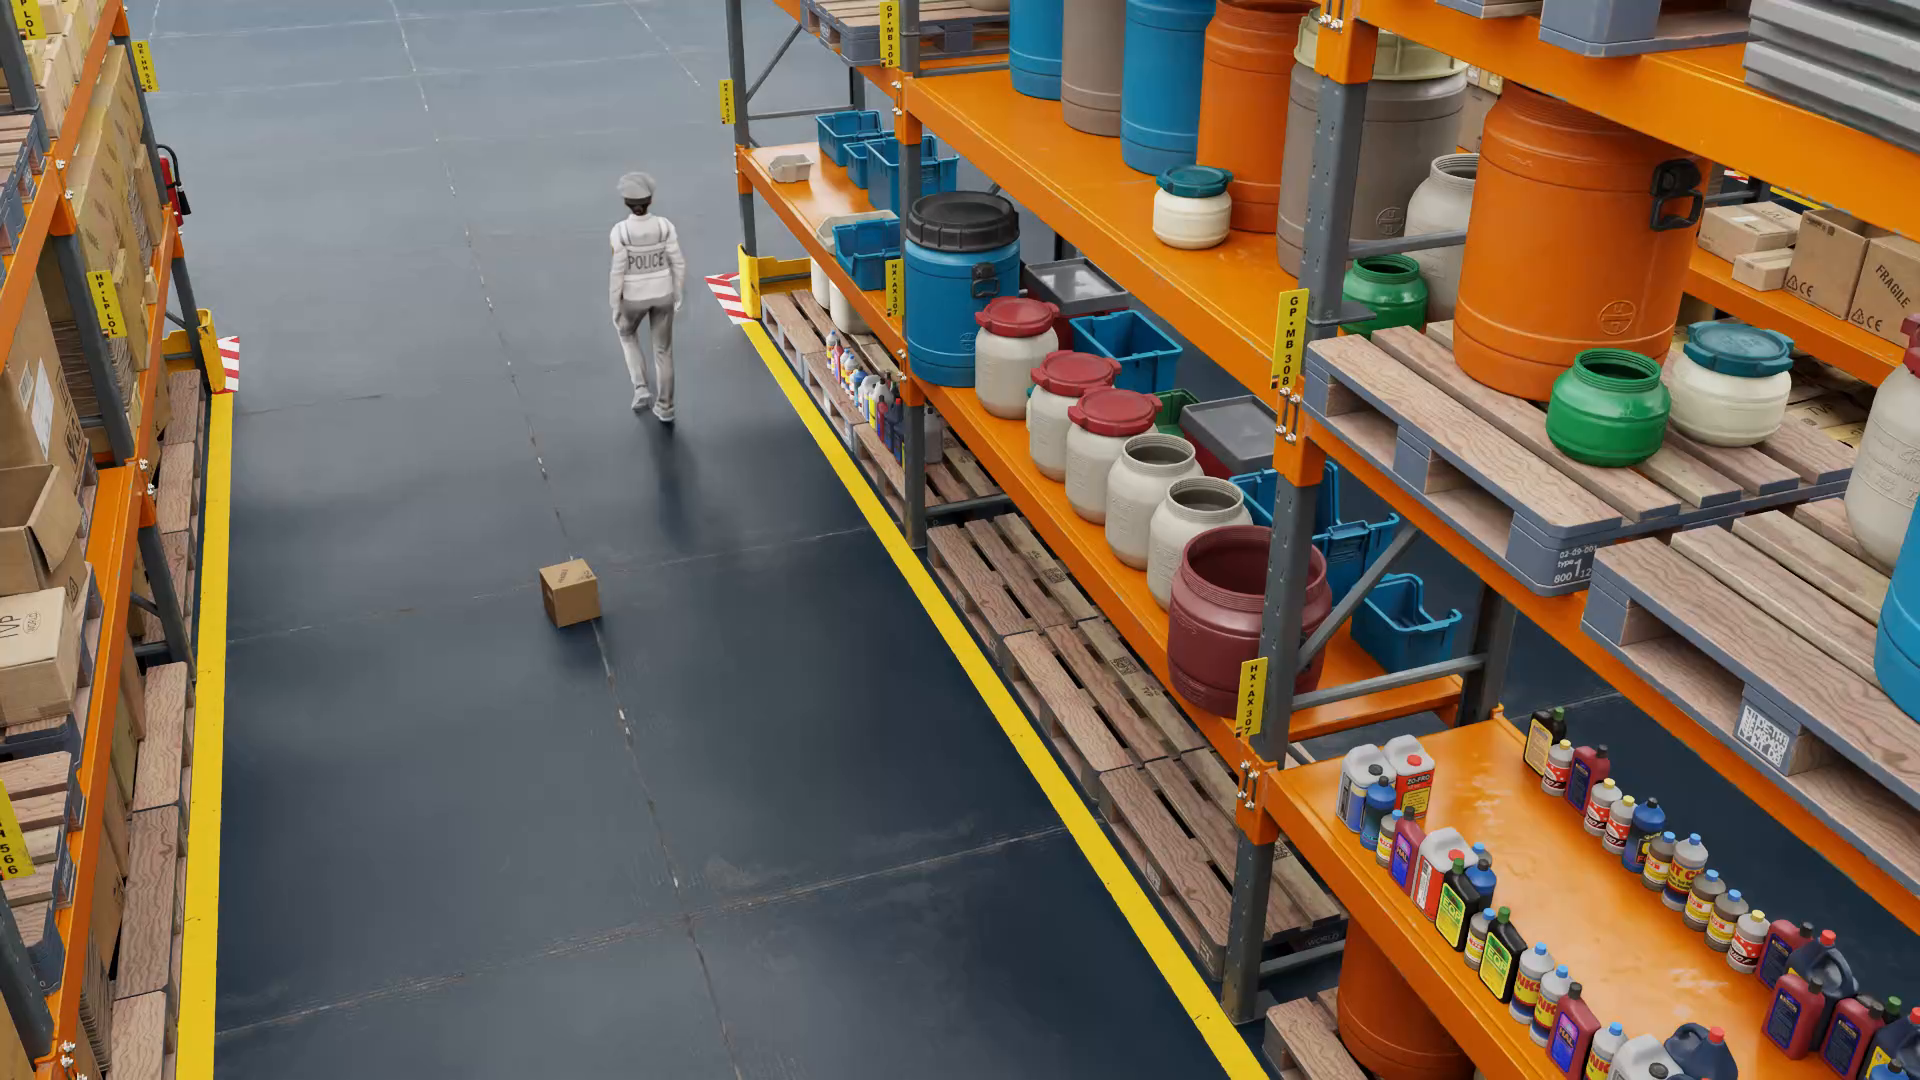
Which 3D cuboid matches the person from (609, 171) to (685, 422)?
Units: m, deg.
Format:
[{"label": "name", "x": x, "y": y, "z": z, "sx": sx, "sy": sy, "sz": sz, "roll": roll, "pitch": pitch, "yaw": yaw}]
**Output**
[{"label": "person", "x": -2.079, "y": -1.602, "z": 11.075, "sx": 0.529, "sy": 1.729, "sz": 0.500, "roll": -10, "pitch": 31, "yaw": -16}]
